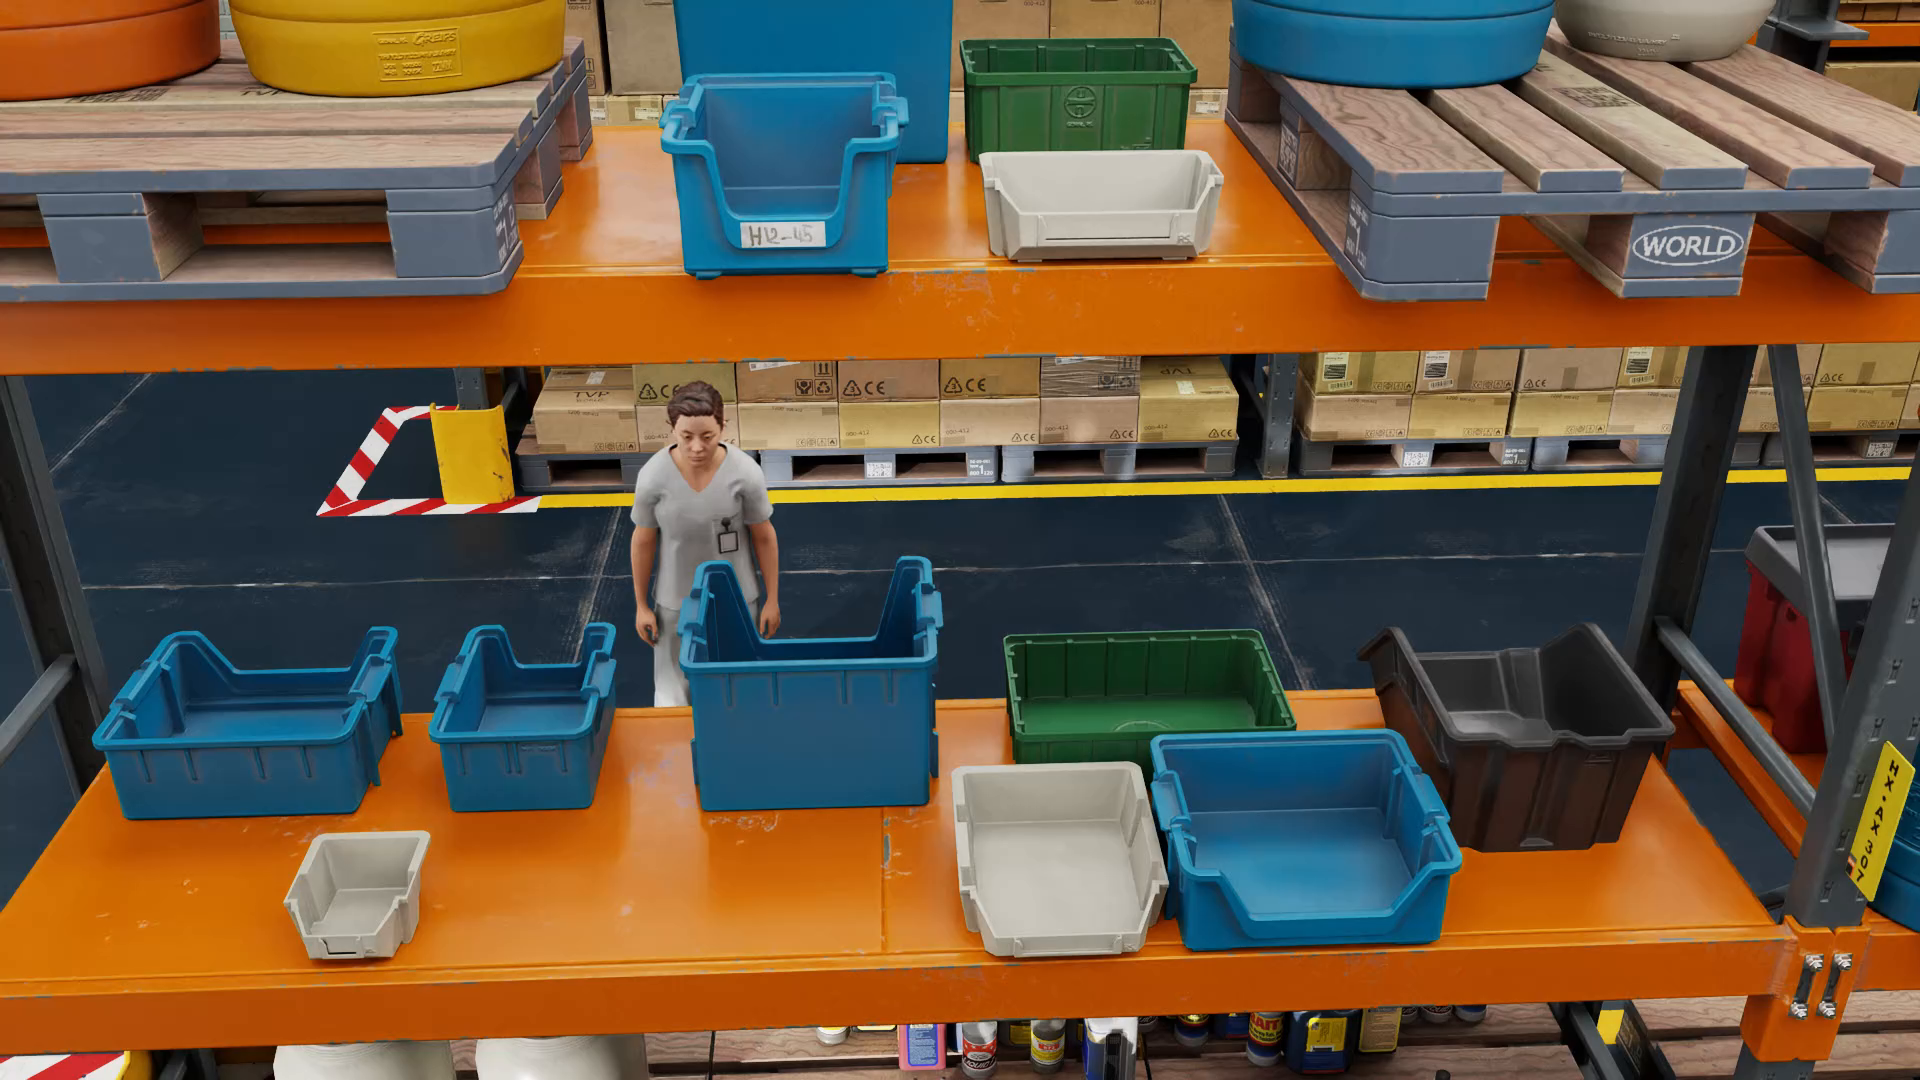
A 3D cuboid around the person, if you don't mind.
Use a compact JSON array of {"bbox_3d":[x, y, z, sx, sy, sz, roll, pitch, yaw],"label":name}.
[{"bbox_3d":[-0.869,0.226,5.689,0.511,1.673,0.353,-2,28,-5],"label":"person"}]
